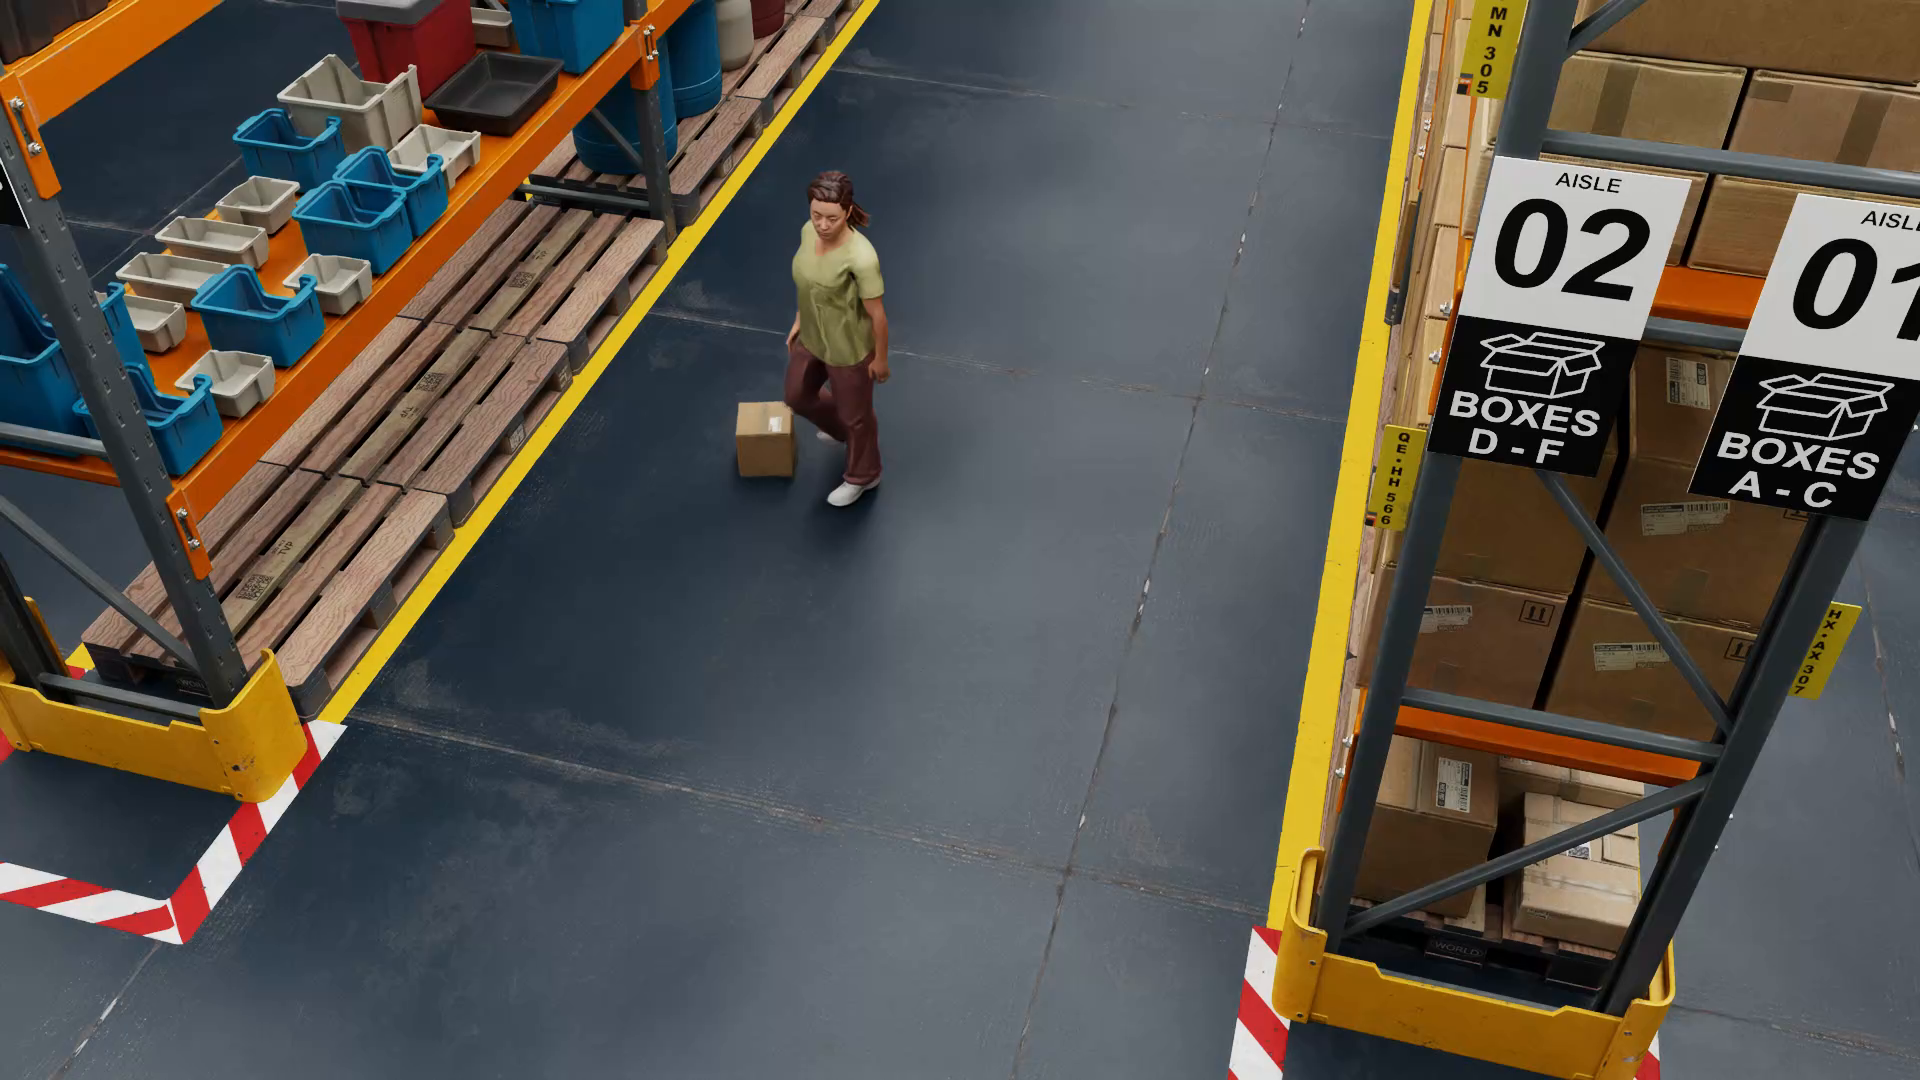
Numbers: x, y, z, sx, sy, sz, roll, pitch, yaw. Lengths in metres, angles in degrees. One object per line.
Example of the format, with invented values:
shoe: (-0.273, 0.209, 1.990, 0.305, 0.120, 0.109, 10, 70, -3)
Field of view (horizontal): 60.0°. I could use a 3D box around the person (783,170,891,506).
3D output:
person: (-0.519, -0.885, 7.144, 0.436, 1.667, 0.625, -30, 49, -30)
